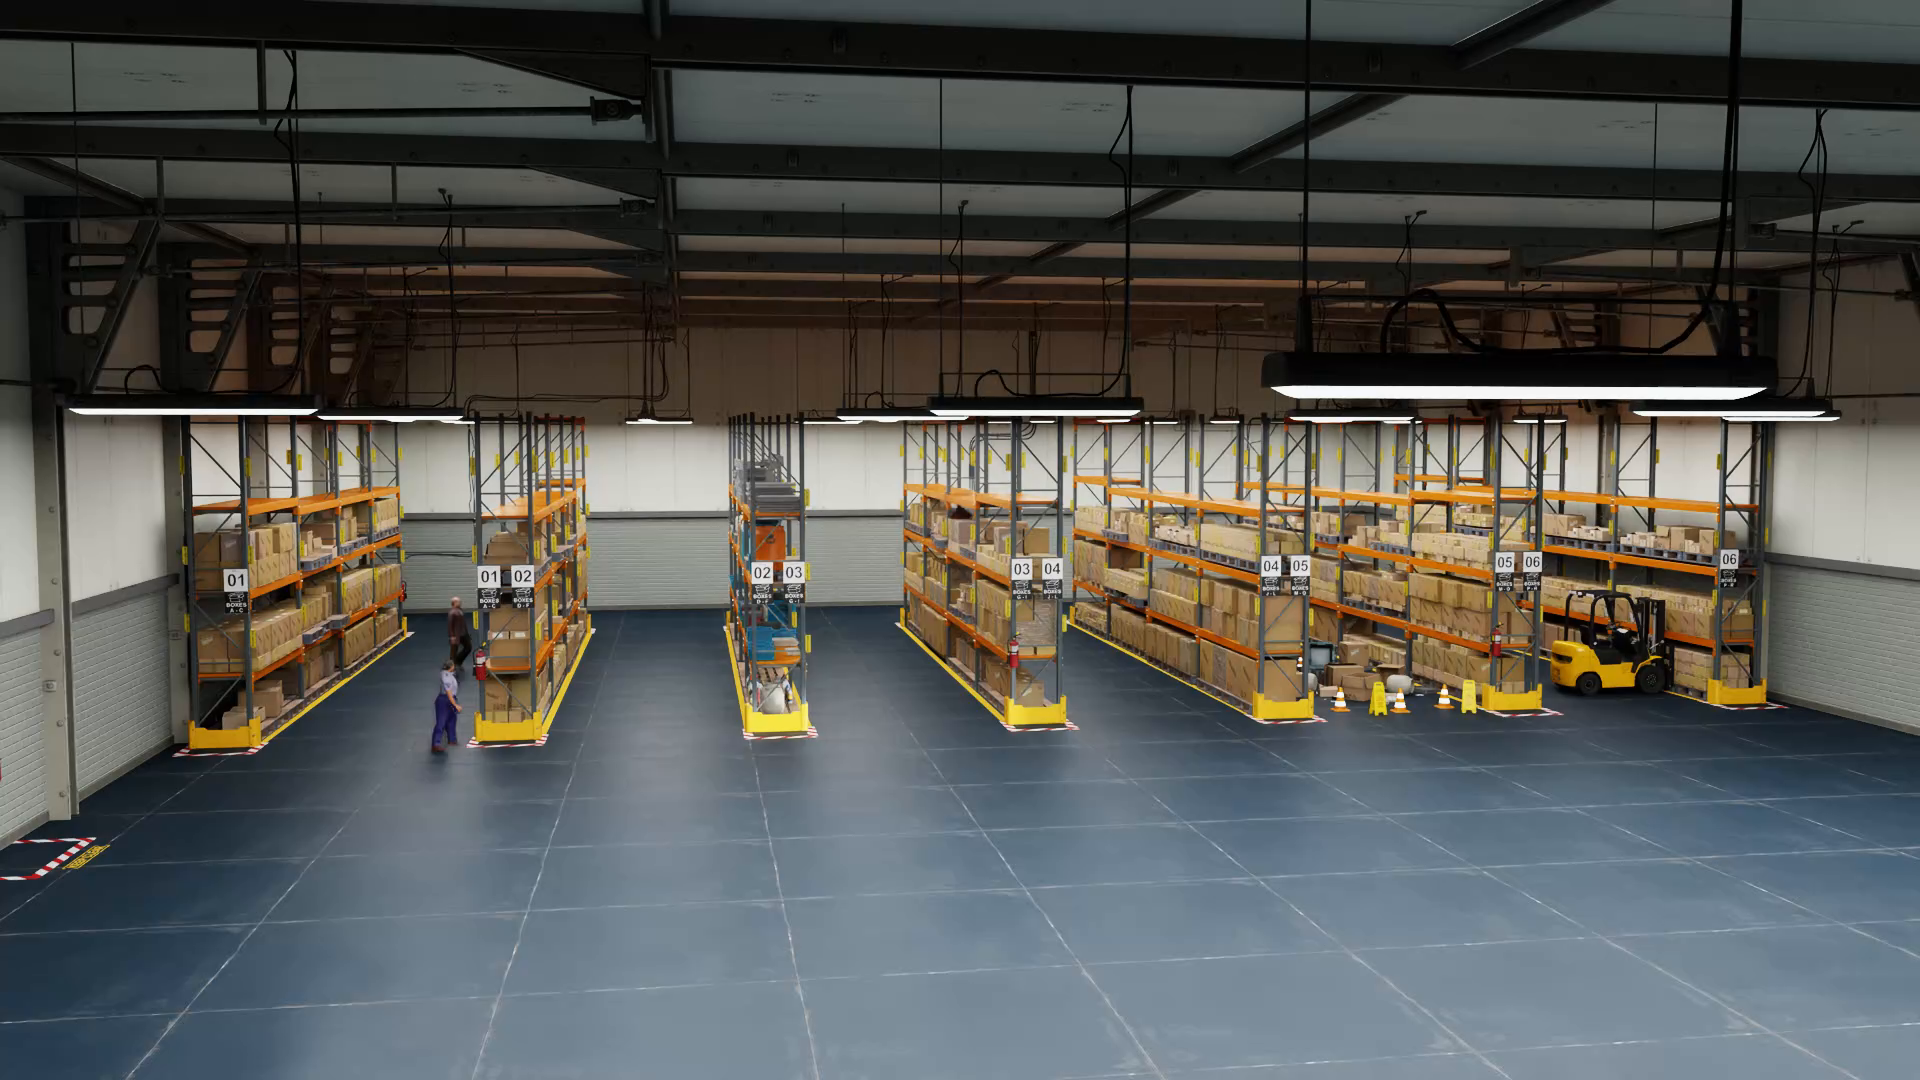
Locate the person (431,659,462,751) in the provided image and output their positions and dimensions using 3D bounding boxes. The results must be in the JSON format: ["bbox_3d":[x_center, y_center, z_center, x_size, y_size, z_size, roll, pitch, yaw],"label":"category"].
[{"bbox_3d":[-9.130,2.932,29.584,0.547,1.685,0.656,-1,4,-12],"label":"person"}]

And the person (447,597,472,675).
[{"bbox_3d":[-11.683,2.204,38.553,0.515,1.775,0.723,2,4,23],"label":"person"}]

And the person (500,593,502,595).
[{"bbox_3d":[-12.184,1.853,44.082,0.479,1.717,1.035,0,4,-4],"label":"person"}]
